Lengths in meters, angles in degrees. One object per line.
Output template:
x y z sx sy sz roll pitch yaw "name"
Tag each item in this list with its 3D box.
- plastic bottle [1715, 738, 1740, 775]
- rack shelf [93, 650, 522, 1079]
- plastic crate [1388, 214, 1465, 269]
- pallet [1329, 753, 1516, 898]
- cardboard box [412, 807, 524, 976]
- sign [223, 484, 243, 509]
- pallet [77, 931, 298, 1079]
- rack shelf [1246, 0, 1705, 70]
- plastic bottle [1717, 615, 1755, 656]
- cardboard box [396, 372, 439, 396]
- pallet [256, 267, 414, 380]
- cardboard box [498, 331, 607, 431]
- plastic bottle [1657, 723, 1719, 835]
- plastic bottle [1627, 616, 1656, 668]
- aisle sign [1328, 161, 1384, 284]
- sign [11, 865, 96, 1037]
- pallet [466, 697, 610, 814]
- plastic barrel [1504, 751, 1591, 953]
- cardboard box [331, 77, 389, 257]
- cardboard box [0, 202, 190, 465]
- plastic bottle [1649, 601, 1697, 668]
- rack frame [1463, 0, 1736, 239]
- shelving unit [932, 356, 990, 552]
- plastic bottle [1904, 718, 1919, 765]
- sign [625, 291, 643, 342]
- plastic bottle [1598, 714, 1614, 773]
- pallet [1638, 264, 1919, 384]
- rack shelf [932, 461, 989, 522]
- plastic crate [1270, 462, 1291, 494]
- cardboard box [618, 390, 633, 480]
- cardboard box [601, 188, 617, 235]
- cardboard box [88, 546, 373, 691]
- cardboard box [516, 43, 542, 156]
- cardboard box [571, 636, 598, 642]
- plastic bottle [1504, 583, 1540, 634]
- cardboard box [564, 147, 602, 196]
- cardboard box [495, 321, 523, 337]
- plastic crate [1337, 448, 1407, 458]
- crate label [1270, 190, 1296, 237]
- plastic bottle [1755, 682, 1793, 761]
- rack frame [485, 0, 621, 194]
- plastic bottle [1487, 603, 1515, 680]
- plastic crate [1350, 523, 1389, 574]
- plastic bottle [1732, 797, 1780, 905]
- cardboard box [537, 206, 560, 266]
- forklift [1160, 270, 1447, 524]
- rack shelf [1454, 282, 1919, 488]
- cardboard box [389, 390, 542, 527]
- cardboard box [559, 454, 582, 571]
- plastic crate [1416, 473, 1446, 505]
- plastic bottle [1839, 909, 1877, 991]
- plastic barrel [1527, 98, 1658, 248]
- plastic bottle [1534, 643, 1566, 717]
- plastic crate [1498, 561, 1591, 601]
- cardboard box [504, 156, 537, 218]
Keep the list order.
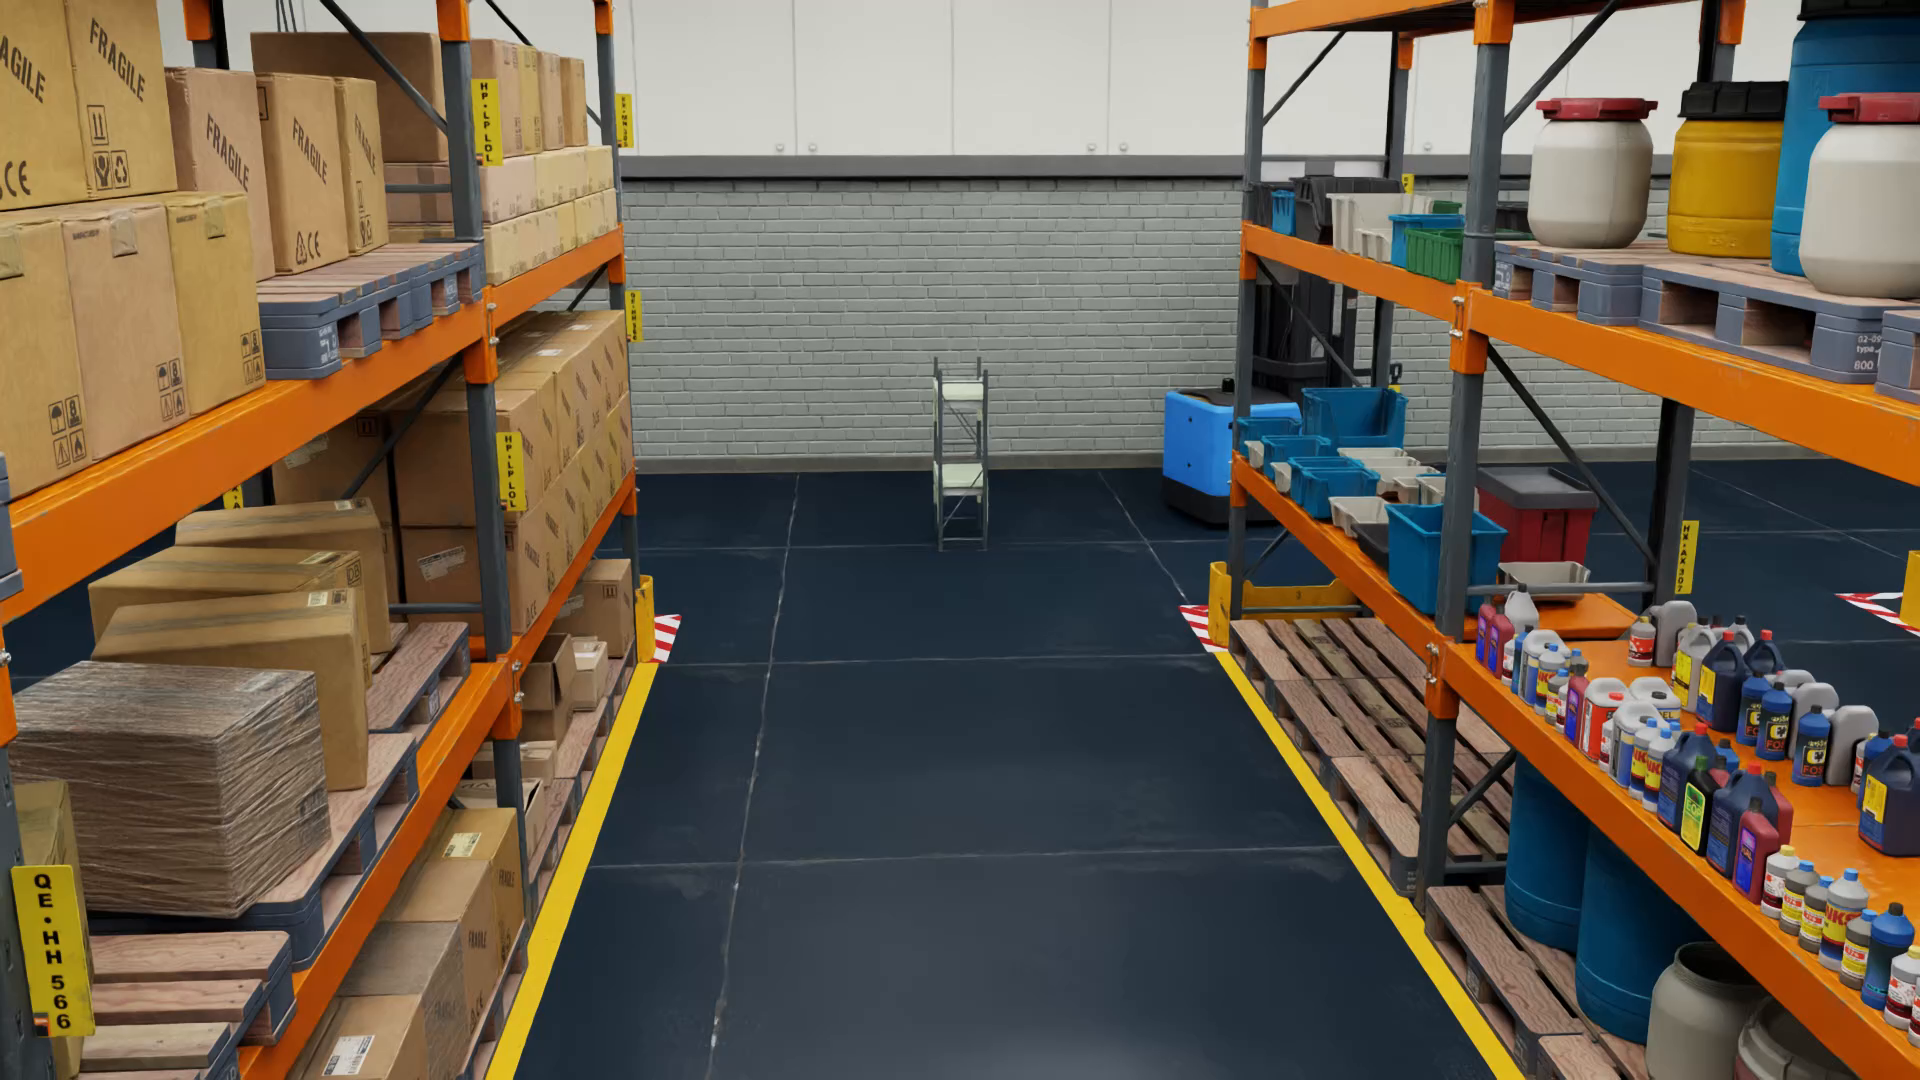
2.422 0.764 5.295 0.097 0.271 0.097 0 14 0 "plastic bottle"
-2.254 1.139 5.025 1.077 0.370 4.000 -1 14 -3 "rack shelf"
2.191 -1.376 7.670 0.416 0.233 0.300 -1 14 -3 "plastic crate"
2.481 1.385 8.218 1.003 0.211 1.213 -1 14 -3 "pallet"
-2.062 1.409 6.665 0.500 0.500 0.500 -1 14 -4 "cardboard box"
-2.919 -0.116 6.721 0.100 0.325 0.005 -1 14 -3 "sign"
-2.243 1.213 3.677 1.213 0.211 1.003 -1 14 -3 "pallet"
2.442 -2.643 8.487 1.077 0.370 4.000 -1 14 -3 "rack shelf"
2.949 0.465 6.299 0.144 0.351 0.185 -1 14 -3 "plastic bottle"
-2.702 -0.489 7.700 0.500 0.500 0.500 -1 14 -5 "cardboard box"
-2.341 -0.648 4.881 1.213 0.211 1.003 -1 14 -3 "pallet"
-2.255 -0.874 9.195 0.500 0.500 0.500 0 14 -2 "cardboard box"
2.304 0.738 5.236 0.144 0.351 0.185 -1 14 -3 "plastic bottle"
2.789 0.413 6.800 0.097 0.201 0.097 0 14 0 "plastic bottle"
2.606 -2.059 10.792 0.394 0.787 0.004 -1 14 -3 "aisle sign"
-1.577 0.718 2.894 0.100 0.325 0.005 -1 14 -3 "sign"
-2.499 1.168 9.062 1.003 0.211 1.213 -1 14 -3 "pallet"
2.582 1.166 6.844 0.600 0.901 0.708 -1 14 -3 "plastic barrel"
-2.421 -1.334 5.926 0.600 0.600 0.600 -2 15 -9 "cardboard box"
-2.223 -0.448 3.528 0.910 0.500 0.500 -1 14 -3 "cardboard box"
2.913 0.370 6.816 0.152 0.276 0.135 -1 14 -3 "plastic bottle"
2.566 -2.688 6.414 1.000 3.000 0.127 -1 14 -3 "rack frame"
0.000 -0.725 13.833 0.431 1.500 0.755 -1 14 -3 "shelving unit"
3.018 0.739 5.235 0.144 0.351 0.185 -1 14 -3 "plastic bottle"
-2.071 -1.419 10.565 0.100 0.325 0.005 -1 14 -3 "sign"
2.251 0.694 5.708 0.097 0.201 0.097 0 14 0 "plastic bottle"
2.785 -0.668 4.964 1.003 0.211 1.213 -1 14 -3 "pallet"
0.000 -0.409 13.914 0.431 0.370 0.720 -1 14 -3 "rack shelf"
1.984 -0.363 9.825 0.250 0.136 0.298 -1 14 -3 "plastic crate"
-2.327 -0.643 10.306 0.500 0.500 0.500 0 14 -2 "cardboard box"
-2.331 -1.958 9.899 0.500 0.250 0.500 -1 14 -3 "cardboard box"
-2.466 0.332 5.671 0.700 0.500 0.500 1 14 5 "cardboard box"
-2.373 -2.064 7.800 0.700 0.500 0.500 -1 14 -3 "cardboard box"
-2.411 0.691 10.125 0.380 0.166 0.250 -1 14 -3 "cardboard box"
2.267 0.344 6.769 0.144 0.351 0.185 -1 14 -3 "plastic bottle"
-2.308 -2.076 9.353 0.500 0.250 0.500 -1 14 -3 "cardboard box"
-2.822 -0.990 9.648 0.500 0.500 0.500 -1 14 -3 "cardboard box"
2.549 -0.479 10.276 0.396 0.136 0.243 -1 14 -3 "plastic crate"
2.053 -1.924 9.762 0.408 0.251 0.502 -1 14 -3 "crate label"
2.852 0.629 5.820 0.097 0.271 0.097 0 14 0 "plastic bottle"
-2.626 -3.607 9.987 1.000 3.000 0.127 -1 14 -3 "rack frame"
2.171 0.405 6.668 0.061 0.283 0.133 -1 14 -3 "plastic bottle"
2.228 0.047 8.255 0.437 0.125 0.590 -1 14 -3 "plastic crate"
2.292 0.890 4.780 0.061 0.283 0.133 -1 14 -3 "plastic bottle"
-2.218 -1.461 7.965 0.500 0.250 0.500 -1 14 -3 "cardboard box"
3.398 -1.738 14.900 3.031 2.935 1.130 -5 15 -20 "forklift"
2.690 -0.390 4.945 1.077 0.370 4.000 -1 14 -3 "rack shelf"
-2.127 -0.361 7.204 0.500 0.500 0.500 -1 14 -2 "cardboard box"
-2.202 -0.138 8.343 0.500 0.500 0.500 -1 14 -4 "cardboard box"
2.701 -0.219 9.072 0.416 0.233 0.300 -1 14 -3 "plastic crate"
2.341 1.055 4.304 0.097 0.201 0.097 0 14 0 "plastic bottle"
2.348 -1.370 6.195 0.433 0.535 0.433 0 14 0 "plastic barrel"
2.217 0.521 6.240 0.097 0.271 0.097 0 14 0 "plastic bottle"
2.680 0.198 7.646 0.396 0.136 0.243 -1 14 -3 "plastic crate"
-2.193 -1.578 7.419 0.500 0.250 0.500 -1 14 -3 "cardboard box"
